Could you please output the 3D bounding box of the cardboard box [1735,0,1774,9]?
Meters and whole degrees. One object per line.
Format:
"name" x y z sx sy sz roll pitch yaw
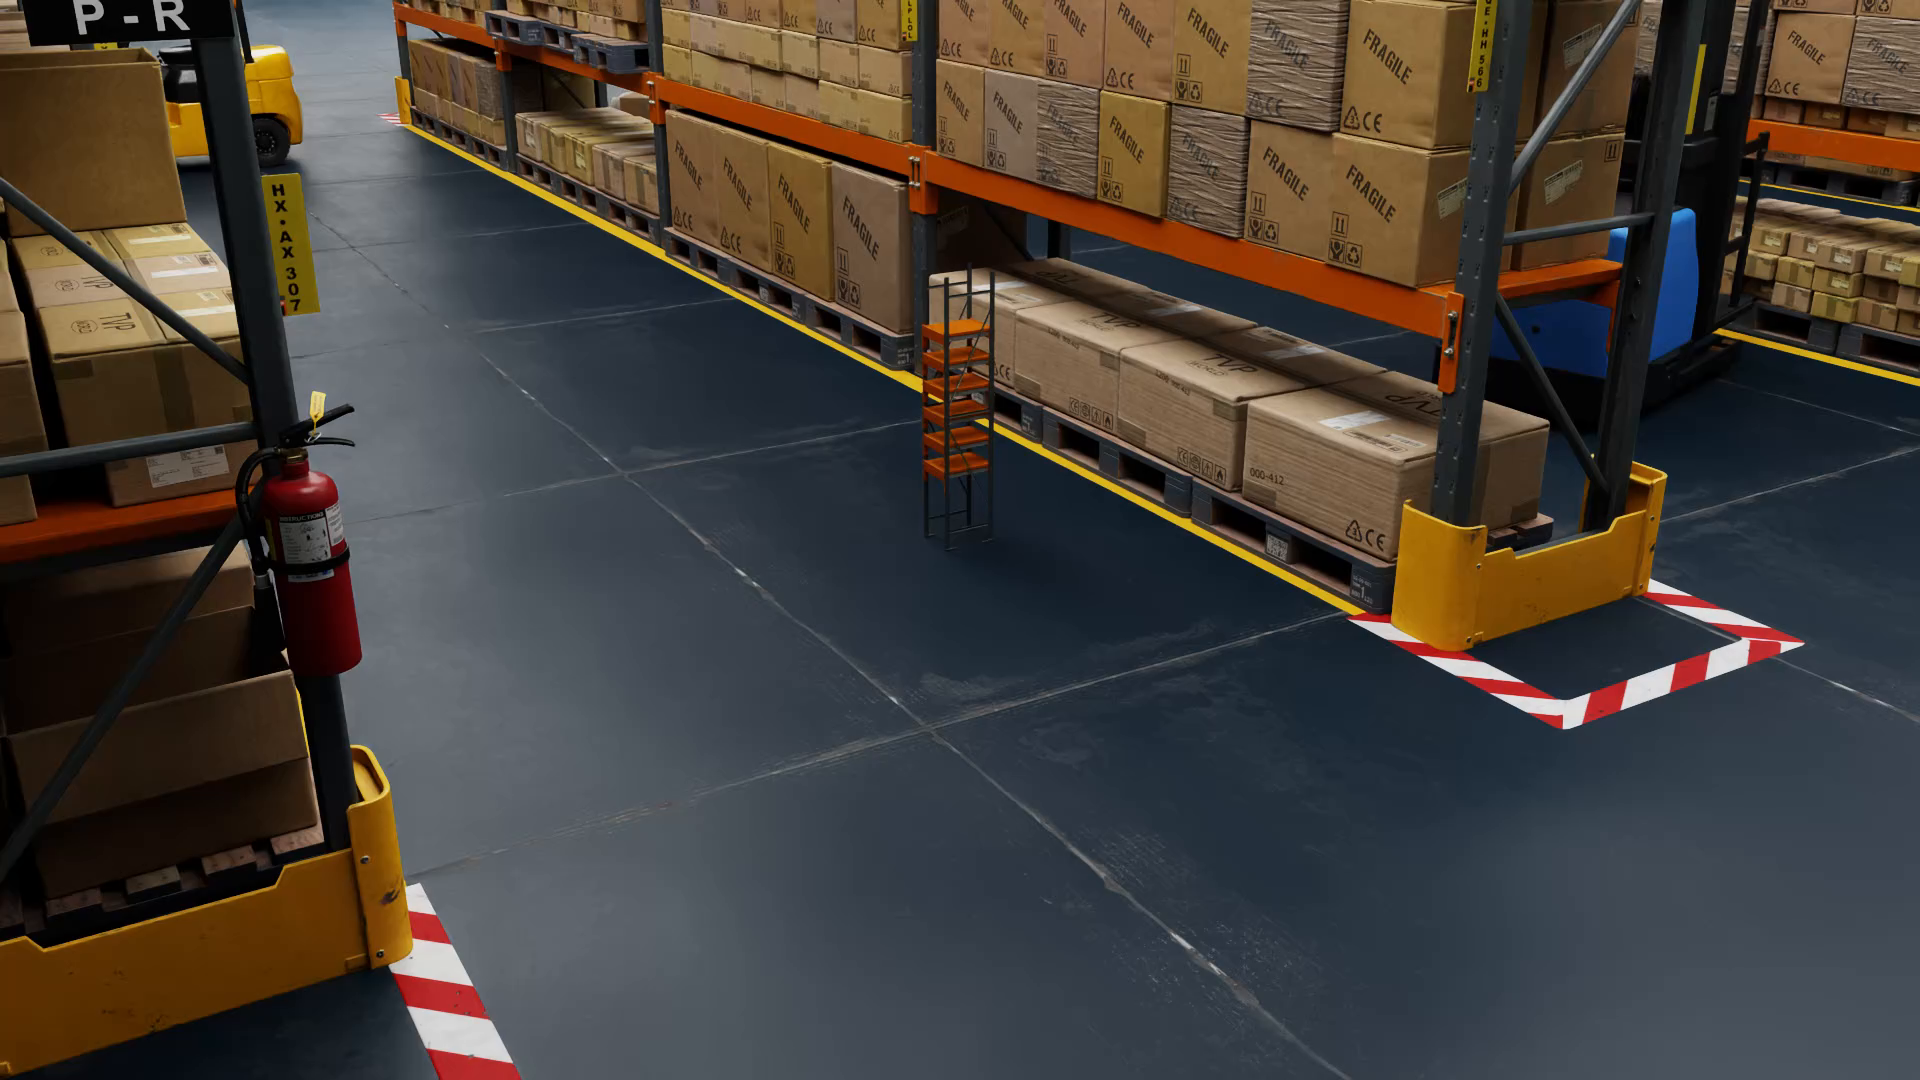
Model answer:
"cardboard box" 4.929 -3.533 10.165 0.500 0.500 0.500 -12 25 -27

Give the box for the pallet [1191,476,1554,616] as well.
"pallet" 1.763 -0.085 7.240 1.003 0.211 1.213 -13 25 -28

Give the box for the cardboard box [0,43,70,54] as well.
"cardboard box" -4.124 -1.912 7.342 0.700 0.500 0.500 -12 25 -27

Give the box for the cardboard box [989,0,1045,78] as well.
"cardboard box" 0.484 -2.572 8.195 0.500 0.500 0.500 -13 25 -29

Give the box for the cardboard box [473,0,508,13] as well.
"cardboard box" -4.332 -5.298 15.834 0.500 0.500 0.500 -13 26 -30

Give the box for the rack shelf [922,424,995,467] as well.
"rack shelf" -0.007 -0.408 7.159 0.258 0.103 0.180 -13 25 -28

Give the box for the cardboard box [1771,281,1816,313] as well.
"cardboard box" 5.272 -1.528 10.316 0.380 0.149 0.250 -12 25 -27

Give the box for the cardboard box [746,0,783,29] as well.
"cardboard box" -1.038 -3.532 10.558 0.500 0.500 0.500 -12 25 -27

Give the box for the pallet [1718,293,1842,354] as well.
"pallet" 5.400 -1.515 10.758 1.003 0.211 1.213 -13 25 -28

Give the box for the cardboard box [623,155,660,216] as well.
"cardboard box" -2.127 -2.885 13.357 0.950 0.372 0.625 -15 26 -32

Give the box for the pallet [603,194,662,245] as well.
"pallet" -2.245 -2.684 13.635 1.003 0.211 1.213 -13 25 -28

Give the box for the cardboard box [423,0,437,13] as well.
"cardboard box" -5.480 -5.697 17.679 0.380 0.149 0.250 -12 25 -27

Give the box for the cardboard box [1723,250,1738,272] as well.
"cardboard box" 5.002 -1.833 10.672 0.380 0.149 0.250 -13 25 -29

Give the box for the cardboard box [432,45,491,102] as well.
"cardboard box" -5.227 -4.926 17.546 0.500 0.500 0.500 -12 25 -27

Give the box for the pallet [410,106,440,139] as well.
"pallet" -5.511 -4.726 18.659 1.003 0.211 1.213 -13 25 -28

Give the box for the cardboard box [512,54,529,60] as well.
"cardboard box" -4.244 -4.700 16.988 0.500 0.500 0.500 -11 25 -26

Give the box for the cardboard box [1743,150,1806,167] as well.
"cardboard box" 7.914 -4.037 15.523 1.225 0.875 0.875 -14 26 -30

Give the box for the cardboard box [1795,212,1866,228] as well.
"cardboard box" 5.567 -1.987 10.656 0.380 0.149 0.250 -13 25 -28

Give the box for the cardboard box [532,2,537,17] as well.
"cardboard box" -3.549 -4.696 14.658 0.380 0.149 0.250 -11 25 -25

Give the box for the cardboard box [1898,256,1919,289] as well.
"cardboard box" 5.634 -1.542 9.559 0.380 0.149 0.250 -13 26 -29

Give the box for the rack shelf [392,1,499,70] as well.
"rack shelf" -4.912 -5.332 17.401 1.077 0.370 4.000 -13 25 -28

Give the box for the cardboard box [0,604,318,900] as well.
"cardboard box" -2.257 0.569 4.686 0.797 0.503 0.637 -14 26 -30

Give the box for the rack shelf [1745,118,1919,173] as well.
"rack shelf" 5.421 -2.432 10.267 1.077 0.370 4.000 -13 25 -28

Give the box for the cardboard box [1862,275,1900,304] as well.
"cardboard box" 5.612 -1.520 9.901 0.380 0.149 0.250 -13 25 -29

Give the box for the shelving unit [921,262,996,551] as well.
"shelving unit" -0.007 -0.561 7.097 0.258 1.200 0.189 -13 25 -28

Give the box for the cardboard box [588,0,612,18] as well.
"cardboard box" -2.592 -4.360 12.970 0.500 0.500 0.500 -13 26 -29

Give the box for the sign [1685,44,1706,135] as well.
"sign" 2.719 -1.676 6.195 0.100 0.325 0.005 -13 25 -28

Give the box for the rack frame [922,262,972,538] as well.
"rack frame" -0.054 -0.590 7.170 0.240 1.200 0.006 -13 25 -28

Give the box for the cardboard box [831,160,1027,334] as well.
"cardboard box" -0.190 -1.823 10.078 0.875 0.875 0.875 -12 25 -27

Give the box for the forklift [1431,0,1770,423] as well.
"forklift" 3.968 -2.434 9.406 1.130 2.935 3.031 18 29 38

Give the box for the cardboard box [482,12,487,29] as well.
"cardboard box" -4.317 -4.947 15.831 0.380 0.149 0.250 -13 25 -29

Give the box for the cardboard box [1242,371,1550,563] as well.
"cardboard box" 1.816 -0.335 6.997 0.875 0.438 0.875 -14 26 -30

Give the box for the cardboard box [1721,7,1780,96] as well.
"cardboard box" 4.921 -3.059 10.326 0.500 0.500 0.500 -13 26 -29

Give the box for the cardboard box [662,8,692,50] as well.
"cardboard box" -1.801 -3.673 11.900 0.500 0.250 0.500 -13 25 -29

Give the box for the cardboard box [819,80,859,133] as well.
"cardboard box" -0.509 -2.620 9.973 0.500 0.250 0.500 -13 25 -29

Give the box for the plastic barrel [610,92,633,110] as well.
"plastic barrel" -3.577 -4.741 18.414 0.512 0.421 0.421 4 22 9

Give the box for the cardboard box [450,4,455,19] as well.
"cardboard box" -4.944 -5.363 16.857 0.380 0.149 0.250 -13 26 -29

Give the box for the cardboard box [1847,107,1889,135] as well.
"cardboard box" 5.451 -2.487 9.779 0.380 0.149 0.250 -14 26 -30

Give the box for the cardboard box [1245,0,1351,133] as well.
"cardboard box" 1.496 -1.916 6.582 0.500 0.500 0.500 -13 25 -28

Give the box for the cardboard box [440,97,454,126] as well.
"cardboard box" -5.216 -4.578 17.685 0.500 0.250 0.500 -11 24 -25

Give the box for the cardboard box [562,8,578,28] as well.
"cardboard box" -3.077 -4.348 13.801 0.380 0.149 0.250 -14 26 -30

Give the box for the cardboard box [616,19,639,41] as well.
"cardboard box" -2.416 -3.935 12.784 0.380 0.149 0.250 -12 25 -27

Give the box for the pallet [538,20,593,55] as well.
"pallet" -2.894 -4.267 14.080 1.003 0.211 1.213 -13 25 -28

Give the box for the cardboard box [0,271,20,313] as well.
"cardboard box" -2.752 -0.510 4.388 0.500 0.250 0.500 -13 25 -28

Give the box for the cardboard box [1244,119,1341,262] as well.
"cardboard box" 1.522 -1.450 6.762 0.500 0.500 0.500 -13 26 -29

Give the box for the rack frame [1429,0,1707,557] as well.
"rack frame" 2.239 -1.133 6.115 1.000 3.000 0.127 -13 25 -28

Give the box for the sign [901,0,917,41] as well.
"sign" -0.266 -2.820 8.833 0.100 0.325 0.005 -13 25 -28

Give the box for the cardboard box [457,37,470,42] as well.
"cardboard box" -5.301 -5.371 18.641 0.500 0.500 0.500 -12 25 -28

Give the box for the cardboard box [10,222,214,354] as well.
"cardboard box" -2.546 -0.771 5.028 0.500 0.250 0.500 -13 26 -29

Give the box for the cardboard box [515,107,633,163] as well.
"cardboard box" -3.621 -3.825 15.671 0.950 0.372 0.625 -12 25 -28

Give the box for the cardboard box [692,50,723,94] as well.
"cardboard box" -1.536 -3.284 11.605 0.500 0.250 0.500 -13 26 -30

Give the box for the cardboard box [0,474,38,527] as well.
"cardboard box" -2.426 -0.116 3.948 0.380 0.149 0.250 -13 25 -29

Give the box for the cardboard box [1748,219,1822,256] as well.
"cardboard box" 5.174 -1.900 10.440 0.380 0.149 0.250 -12 25 -28

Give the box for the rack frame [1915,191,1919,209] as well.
"rack frame" 8.715 -4.334 13.991 1.000 3.000 0.127 -13 25 -28

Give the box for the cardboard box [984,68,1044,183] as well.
"cardboard box" 0.464 -2.108 8.382 0.500 0.500 0.500 -12 25 -28

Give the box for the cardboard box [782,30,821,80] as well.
"cardboard box" -0.770 -3.013 10.275 0.500 0.250 0.500 -12 25 -27

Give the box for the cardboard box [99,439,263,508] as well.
"cardboard box" -1.958 -0.220 4.202 0.380 0.149 0.250 -13 25 -29

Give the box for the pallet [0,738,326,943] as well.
"pallet" -2.473 0.832 4.984 1.003 0.211 1.213 -13 25 -28
